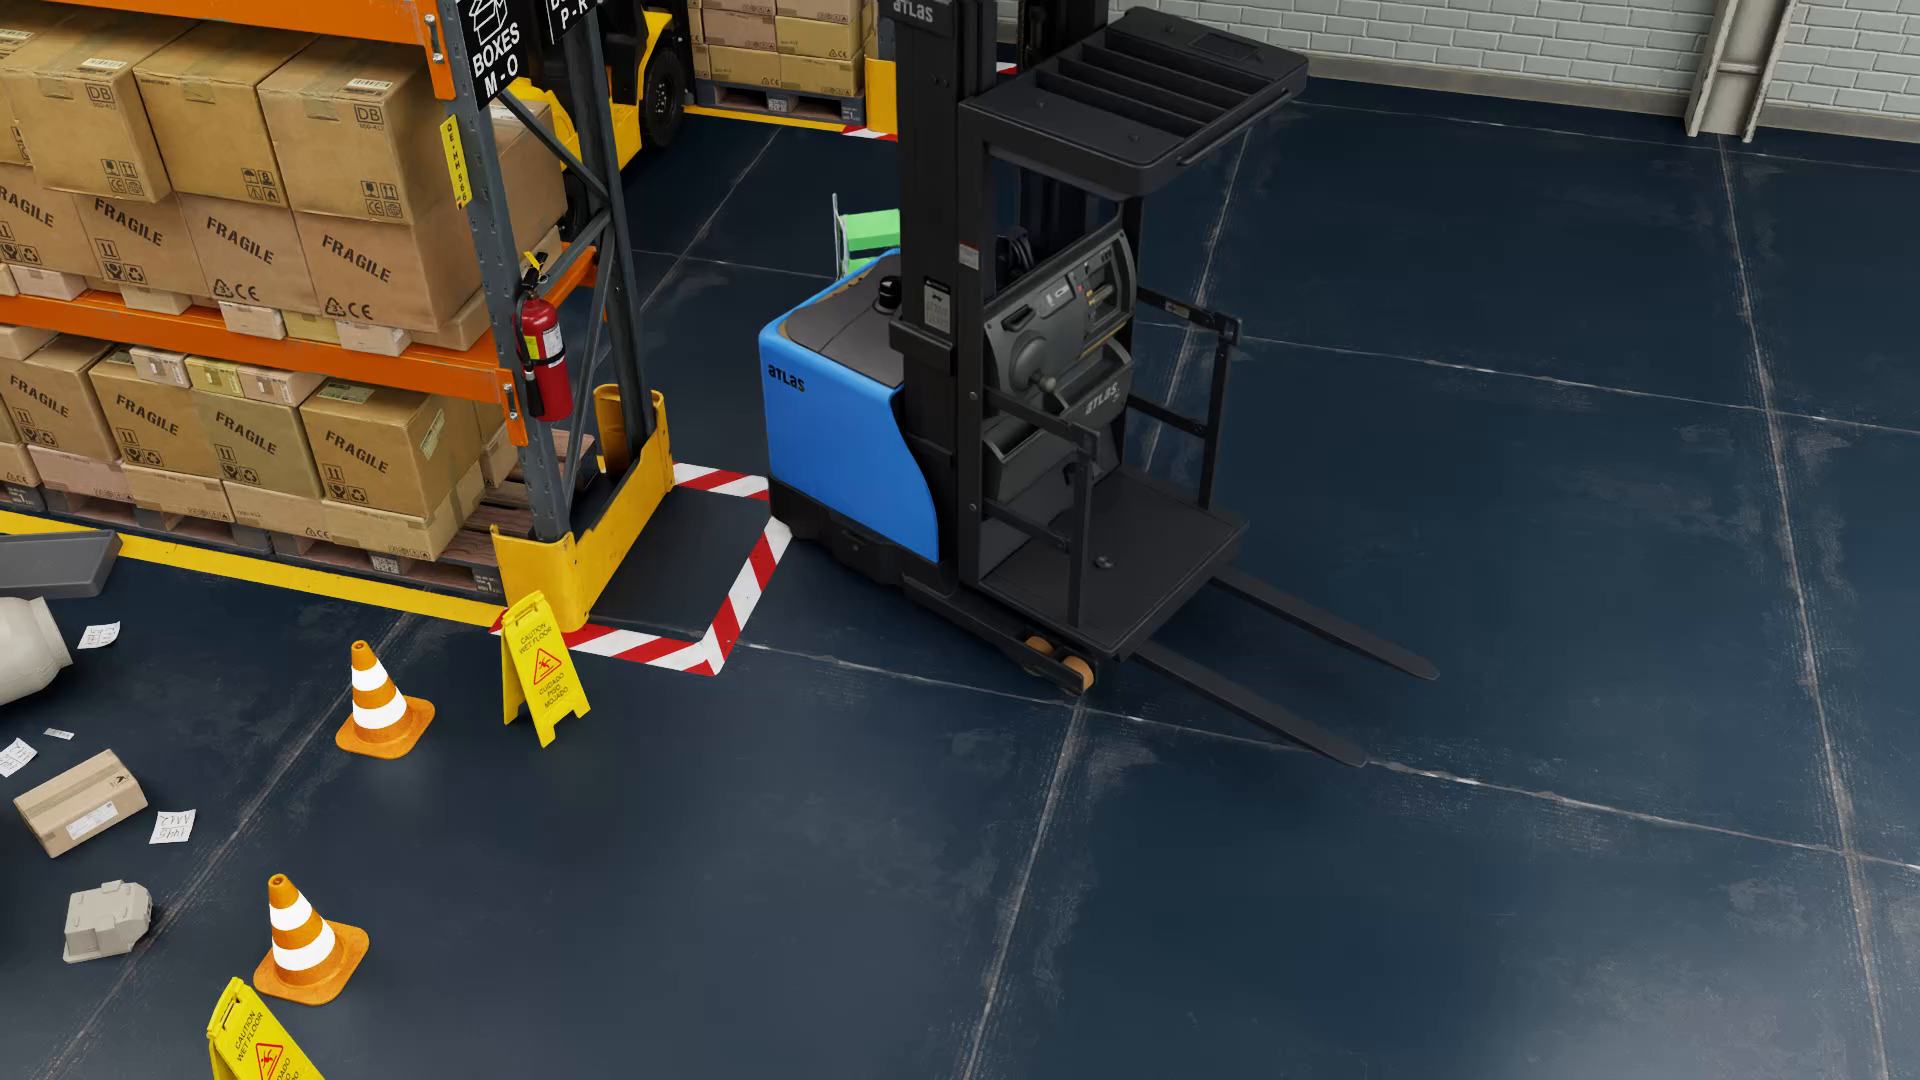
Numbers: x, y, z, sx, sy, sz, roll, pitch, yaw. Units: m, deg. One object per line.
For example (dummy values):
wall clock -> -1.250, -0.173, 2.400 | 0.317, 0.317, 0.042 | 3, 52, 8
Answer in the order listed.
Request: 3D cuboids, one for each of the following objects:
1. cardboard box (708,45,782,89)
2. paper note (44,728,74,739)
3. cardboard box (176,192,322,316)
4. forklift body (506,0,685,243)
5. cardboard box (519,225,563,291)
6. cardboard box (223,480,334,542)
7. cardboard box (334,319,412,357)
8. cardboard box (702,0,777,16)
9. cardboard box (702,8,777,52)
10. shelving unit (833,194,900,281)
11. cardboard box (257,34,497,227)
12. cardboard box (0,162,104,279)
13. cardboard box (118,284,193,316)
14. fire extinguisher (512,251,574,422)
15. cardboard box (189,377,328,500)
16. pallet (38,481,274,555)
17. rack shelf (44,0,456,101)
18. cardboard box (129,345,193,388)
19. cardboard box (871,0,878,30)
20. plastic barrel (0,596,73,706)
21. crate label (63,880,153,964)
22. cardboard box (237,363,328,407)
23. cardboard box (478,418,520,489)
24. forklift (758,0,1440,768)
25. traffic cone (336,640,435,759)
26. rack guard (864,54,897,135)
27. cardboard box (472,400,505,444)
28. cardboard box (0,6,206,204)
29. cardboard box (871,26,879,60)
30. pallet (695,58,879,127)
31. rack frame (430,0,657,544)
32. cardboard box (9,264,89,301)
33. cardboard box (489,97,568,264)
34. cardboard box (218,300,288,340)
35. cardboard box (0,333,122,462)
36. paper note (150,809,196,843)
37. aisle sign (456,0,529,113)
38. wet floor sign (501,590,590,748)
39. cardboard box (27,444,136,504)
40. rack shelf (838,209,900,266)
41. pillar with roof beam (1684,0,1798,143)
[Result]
cardboard box -> -1.353, -3.273, 11.151 | 0.500, 0.250, 0.500 | 10, 41, 11
paper note -> -3.695, 0.795, 6.820 | 0.123, 0.001, 0.032 | 10, 41, 11
cardboard box -> -2.697, -1.268, 6.643 | 0.500, 0.500, 0.500 | 10, 41, 12
forklift body -> -2.642, -3.052, 9.736 | 1.214, 2.155, 2.313 | 10, 41, 11
cardboard box -> -1.893, -1.200, 7.066 | 0.250, 0.149, 0.380 | 10, 41, 12
cardboard box -> -2.967, -0.277, 7.583 | 0.500, 0.250, 0.500 | 10, 41, 12
cardboard box -> -2.308, -0.917, 6.730 | 0.250, 0.149, 0.380 | 9, 41, 11
cardboard box -> -1.359, -3.650, 10.822 | 0.500, 0.250, 0.500 | 10, 41, 12
cardboard box -> -1.372, -3.471, 10.998 | 0.500, 0.250, 0.500 | 9, 41, 11
shelving unit -> -0.323, -1.132, 8.182 | 0.503, 1.200, 0.258 | -10, 39, -11
cardboard box -> -2.168, -1.595, 6.255 | 0.500, 0.500, 0.700 | 9, 41, 10
cardboard box -> -3.664, -1.450, 6.859 | 0.500, 0.500, 0.500 | 10, 41, 12
cardboard box -> -3.289, -1.113, 6.963 | 0.250, 0.149, 0.380 | 9, 41, 11
fire extinguisher -> -1.627, -0.776, 6.426 | 0.183, 0.674, 0.296 | 10, 41, 11
cardboard box -> -2.965, -0.562, 7.339 | 0.500, 0.500, 0.500 | 11, 41, 13
pallet -> -3.642, -0.417, 8.107 | 1.213, 0.211, 1.003 | 10, 41, 11
rack shelf -> -3.551, -2.316, 6.427 | 4.000, 0.370, 1.077 | 10, 41, 11
cardboard box -> -3.328, -0.833, 7.159 | 0.250, 0.149, 0.380 | 11, 41, 13
cardboard box -> -0.740, -3.702, 11.273 | 0.500, 0.250, 0.500 | 10, 41, 12
plastic barrel -> -4.005, 0.473, 6.882 | 0.512, 0.421, 0.421 | -24, 46, -26
crate label -> -3.101, 1.369, 6.038 | 0.298, 0.136, 0.250 | -10, 41, -11
cardboard box -> -2.832, -0.745, 7.053 | 0.250, 0.149, 0.380 | 11, 41, 13
cardboard box -> -2.326, -0.525, 7.878 | 0.500, 0.250, 0.500 | 9, 41, 11
forklift -> 0.572, -0.855, 6.513 | 3.031, 2.935, 1.130 | 27, 47, 29
traffic cone -> -2.367, 0.591, 6.712 | 0.334, 0.463, 0.336 | 10, 41, 11
rack guard -> -0.316, -3.234, 11.237 | 0.348, 0.500, 1.175 | 10, 41, 11
cardboard box -> -2.349, -0.815, 7.641 | 0.500, 0.500, 0.500 | 8, 41, 10
cardboard box -> -3.175, -1.705, 6.386 | 0.500, 0.500, 0.700 | 9, 41, 11
cardboard box -> -0.763, -3.506, 11.429 | 0.500, 0.250, 0.500 | 10, 41, 12
pallet -> -1.089, -3.229, 11.455 | 1.213, 0.211, 1.003 | 10, 41, 11
rack frame -> -1.618, -1.111, 6.765 | 0.127, 3.000, 1.000 | 10, 41, 11
cardboard box -> -3.777, -1.185, 7.048 | 0.250, 0.149, 0.380 | 10, 41, 11
cardboard box -> -2.004, -1.514, 6.936 | 0.500, 0.500, 0.500 | 9, 41, 11
cardboard box -> -2.807, -0.997, 6.825 | 0.250, 0.149, 0.380 | 10, 41, 12
cardboard box -> -3.962, -0.736, 7.547 | 0.500, 0.500, 0.500 | 12, 41, 14
paper note -> -3.046, 1.106, 6.434 | 0.142, 0.019, 0.148 | -3, 40, -4
aisle sign -> -1.634, -1.916, 5.702 | 0.004, 0.787, 0.394 | 10, 41, 11
wet floor sign -> -1.712, 0.487, 6.693 | 0.232, 0.644, 0.267 | 24, 46, 26
cardboard box -> -3.951, -0.450, 7.789 | 0.500, 0.250, 0.500 | 9, 41, 11
rack shelf -> -0.327, -1.460, 7.926 | 0.480, 0.148, 0.258 | -10, 39, -11
pillar with roof beam -> 3.905, -3.496, 4.940 | 0.400, 9.000, 9.100 | 10, 41, 11
